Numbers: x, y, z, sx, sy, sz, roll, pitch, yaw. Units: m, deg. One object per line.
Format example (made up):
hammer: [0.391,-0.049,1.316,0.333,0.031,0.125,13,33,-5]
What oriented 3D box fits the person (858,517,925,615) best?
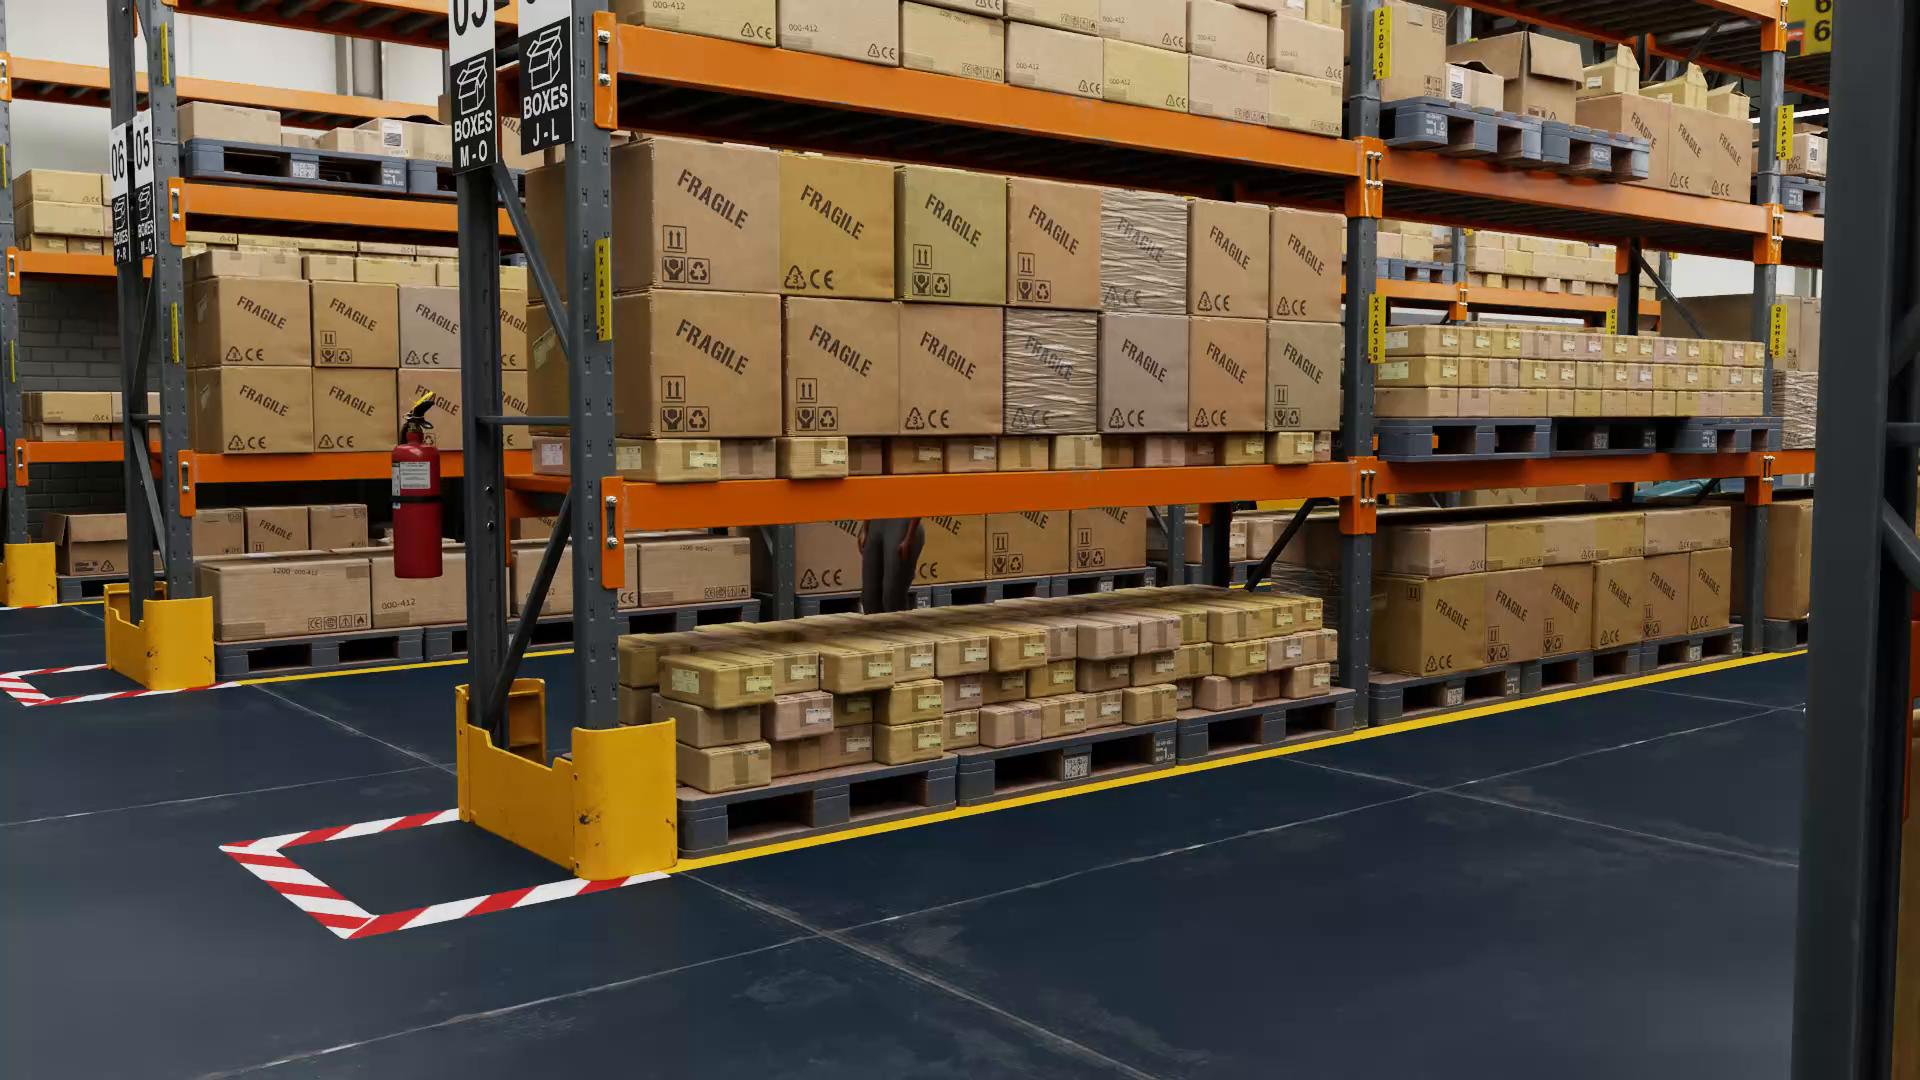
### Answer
person: [-0.420,-0.018,9.516,0.390,1.655,0.507,-4,6,-39]
